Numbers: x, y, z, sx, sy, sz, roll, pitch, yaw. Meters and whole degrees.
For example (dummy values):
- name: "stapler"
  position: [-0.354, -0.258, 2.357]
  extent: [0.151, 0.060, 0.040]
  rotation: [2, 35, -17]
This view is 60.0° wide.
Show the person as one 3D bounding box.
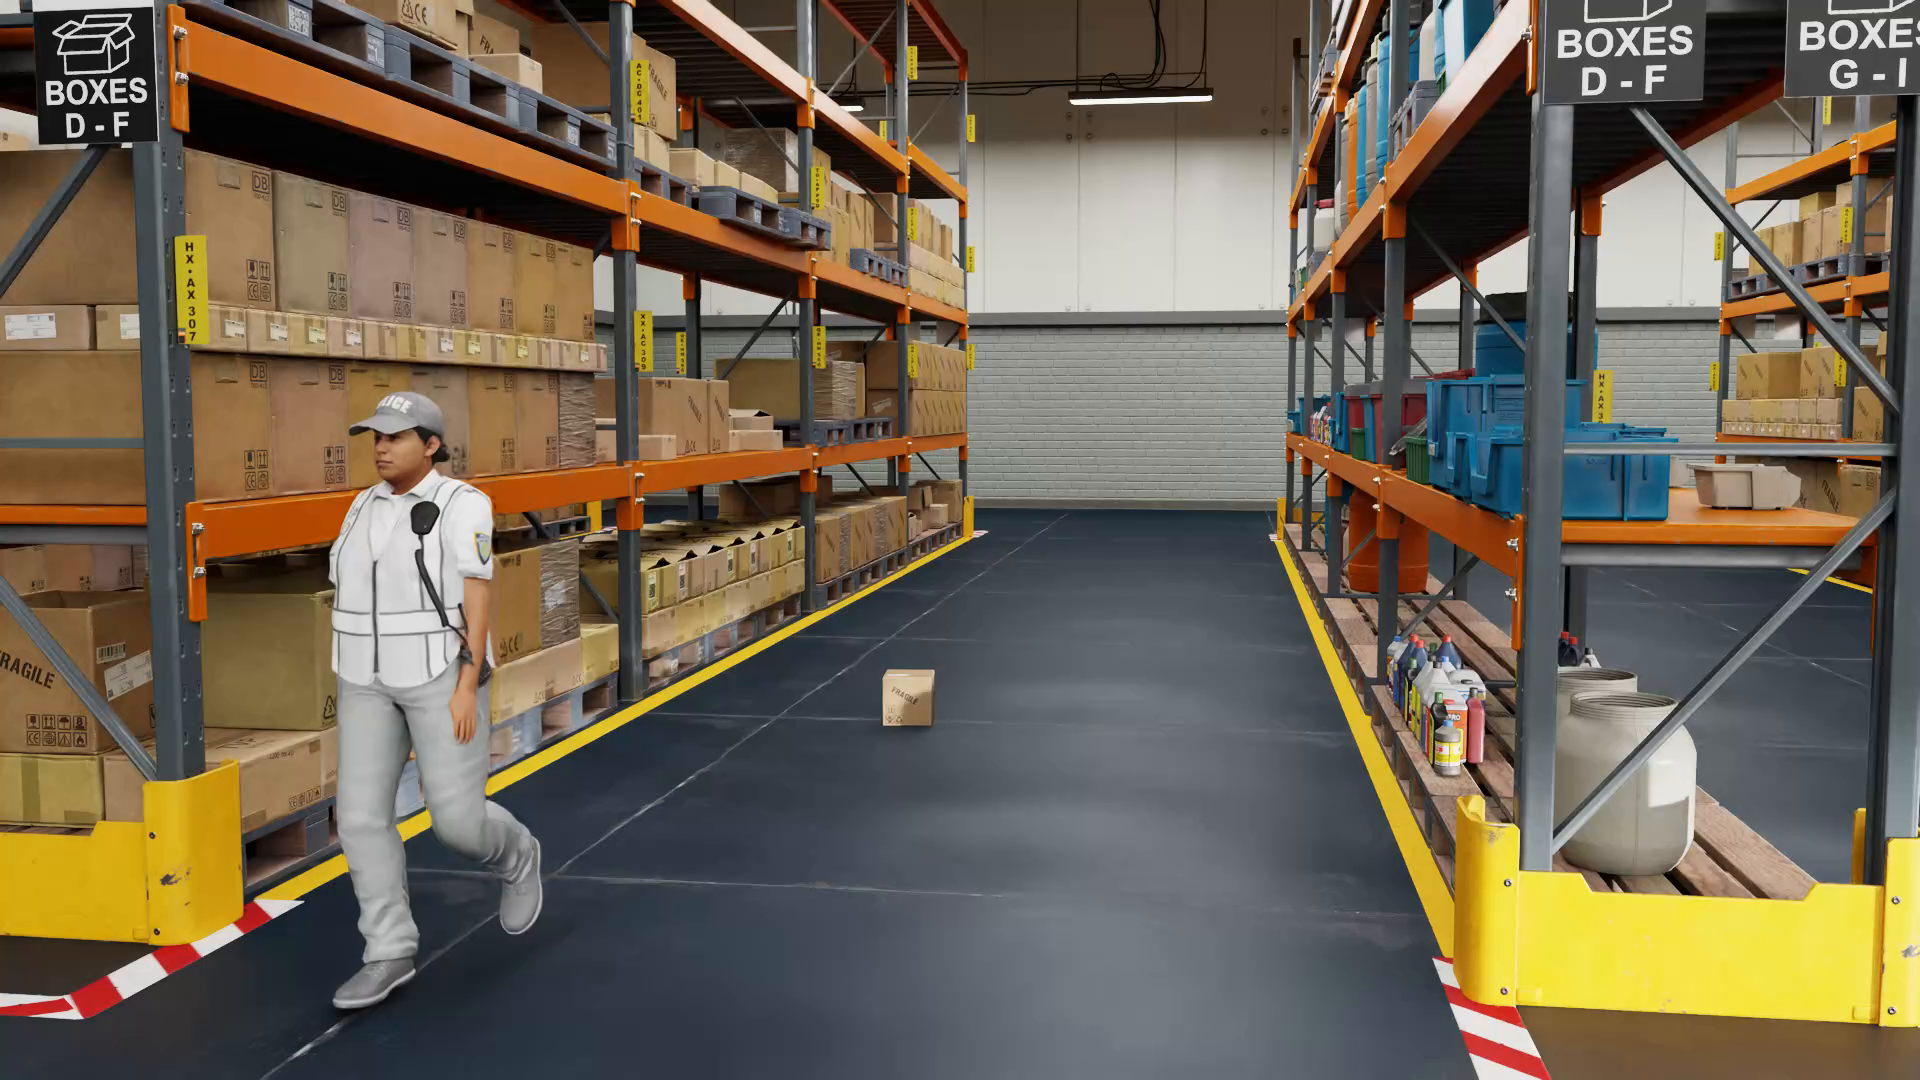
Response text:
- name: "person"
  position: [-1.514, 0.406, 4.657]
  extent: [0.494, 1.640, 0.707]
  rotation: [1, 5, 13]
